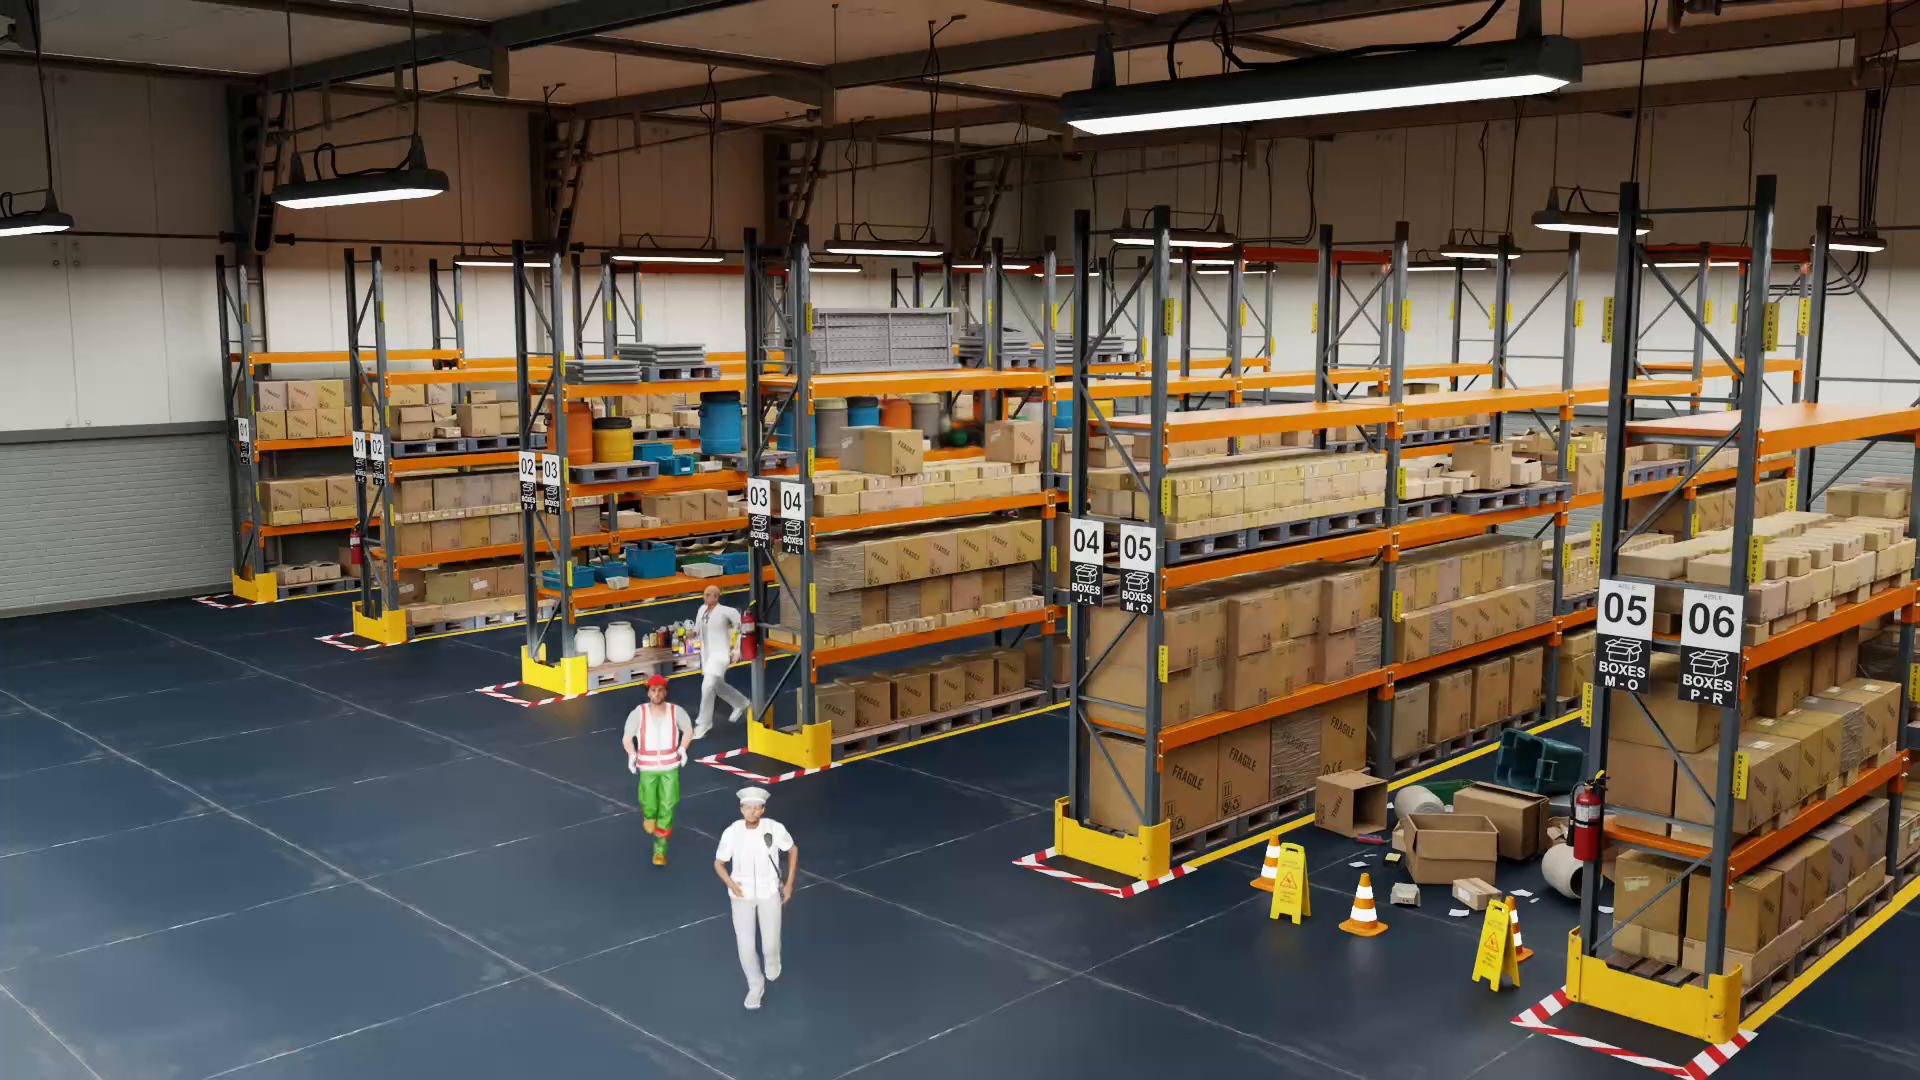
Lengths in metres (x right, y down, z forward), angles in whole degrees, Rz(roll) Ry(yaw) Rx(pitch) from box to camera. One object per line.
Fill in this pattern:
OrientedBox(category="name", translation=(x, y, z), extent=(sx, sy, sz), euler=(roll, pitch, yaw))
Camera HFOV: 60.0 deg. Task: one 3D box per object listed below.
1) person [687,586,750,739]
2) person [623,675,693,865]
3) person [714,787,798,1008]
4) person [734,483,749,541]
OrientedBox(category="person", translation=(-2.953, 1.481, 20.215), extent=(0.741, 1.710, 1.023), euler=(8, 11, 43))
OrientedBox(category="person", translation=(-2.806, 2.117, 15.542), extent=(0.655, 1.754, 0.746), euler=(-2, 8, -14))
OrientedBox(category="person", translation=(-1.503, 2.625, 12.269), extent=(0.613, 1.670, 0.573), euler=(-1, 8, -5))
OrientedBox(category="person", translation=(-4.173, -0.281, 32.758), extent=(0.536, 1.693, 0.806), euler=(7, 11, 40))
